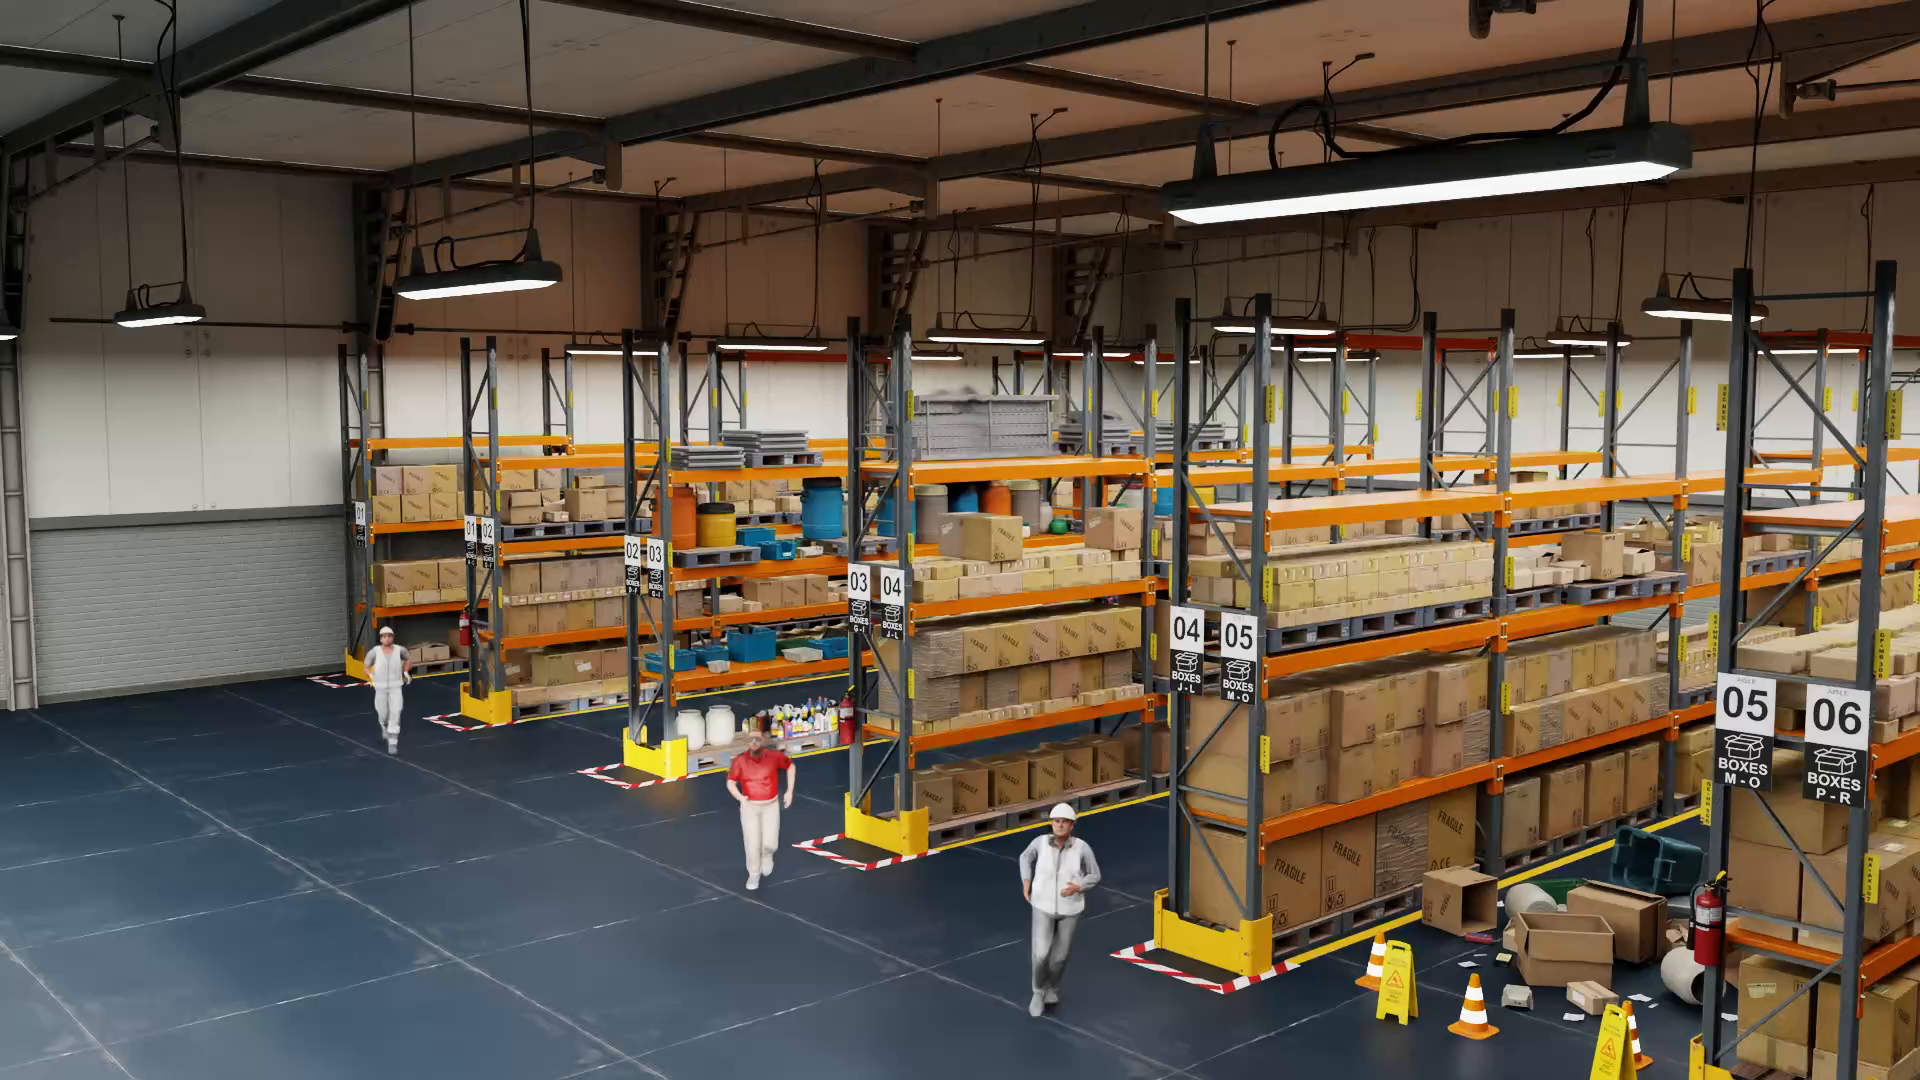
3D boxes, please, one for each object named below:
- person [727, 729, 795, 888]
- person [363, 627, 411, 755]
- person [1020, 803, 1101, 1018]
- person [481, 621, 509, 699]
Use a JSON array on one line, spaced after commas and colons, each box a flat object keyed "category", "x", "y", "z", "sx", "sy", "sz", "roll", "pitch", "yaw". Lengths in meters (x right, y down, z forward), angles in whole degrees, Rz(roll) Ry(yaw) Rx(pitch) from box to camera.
[{"category": "person", "x": -2.059, "y": 2.791, "z": 17.209, "sx": 0.701, "sy": 1.687, "sz": 0.677, "roll": 0, "pitch": 5, "yaw": -4}, {"category": "person", "x": -8.210, "y": 2.128, "z": 23.868, "sx": 0.658, "sy": 1.781, "sz": 0.993, "roll": -2, "pitch": 5, "yaw": -20}, {"category": "person", "x": 0.826, "y": 3.062, "z": 13.778, "sx": 0.681, "sy": 1.791, "sz": 0.639, "roll": 0, "pitch": 5, "yaw": 5}, {"category": "person", "x": -7.744, "y": 1.835, "z": 27.882, "sx": 0.566, "sy": 1.673, "sz": 0.871, "roll": 4, "pitch": 7, "yaw": 40}]
